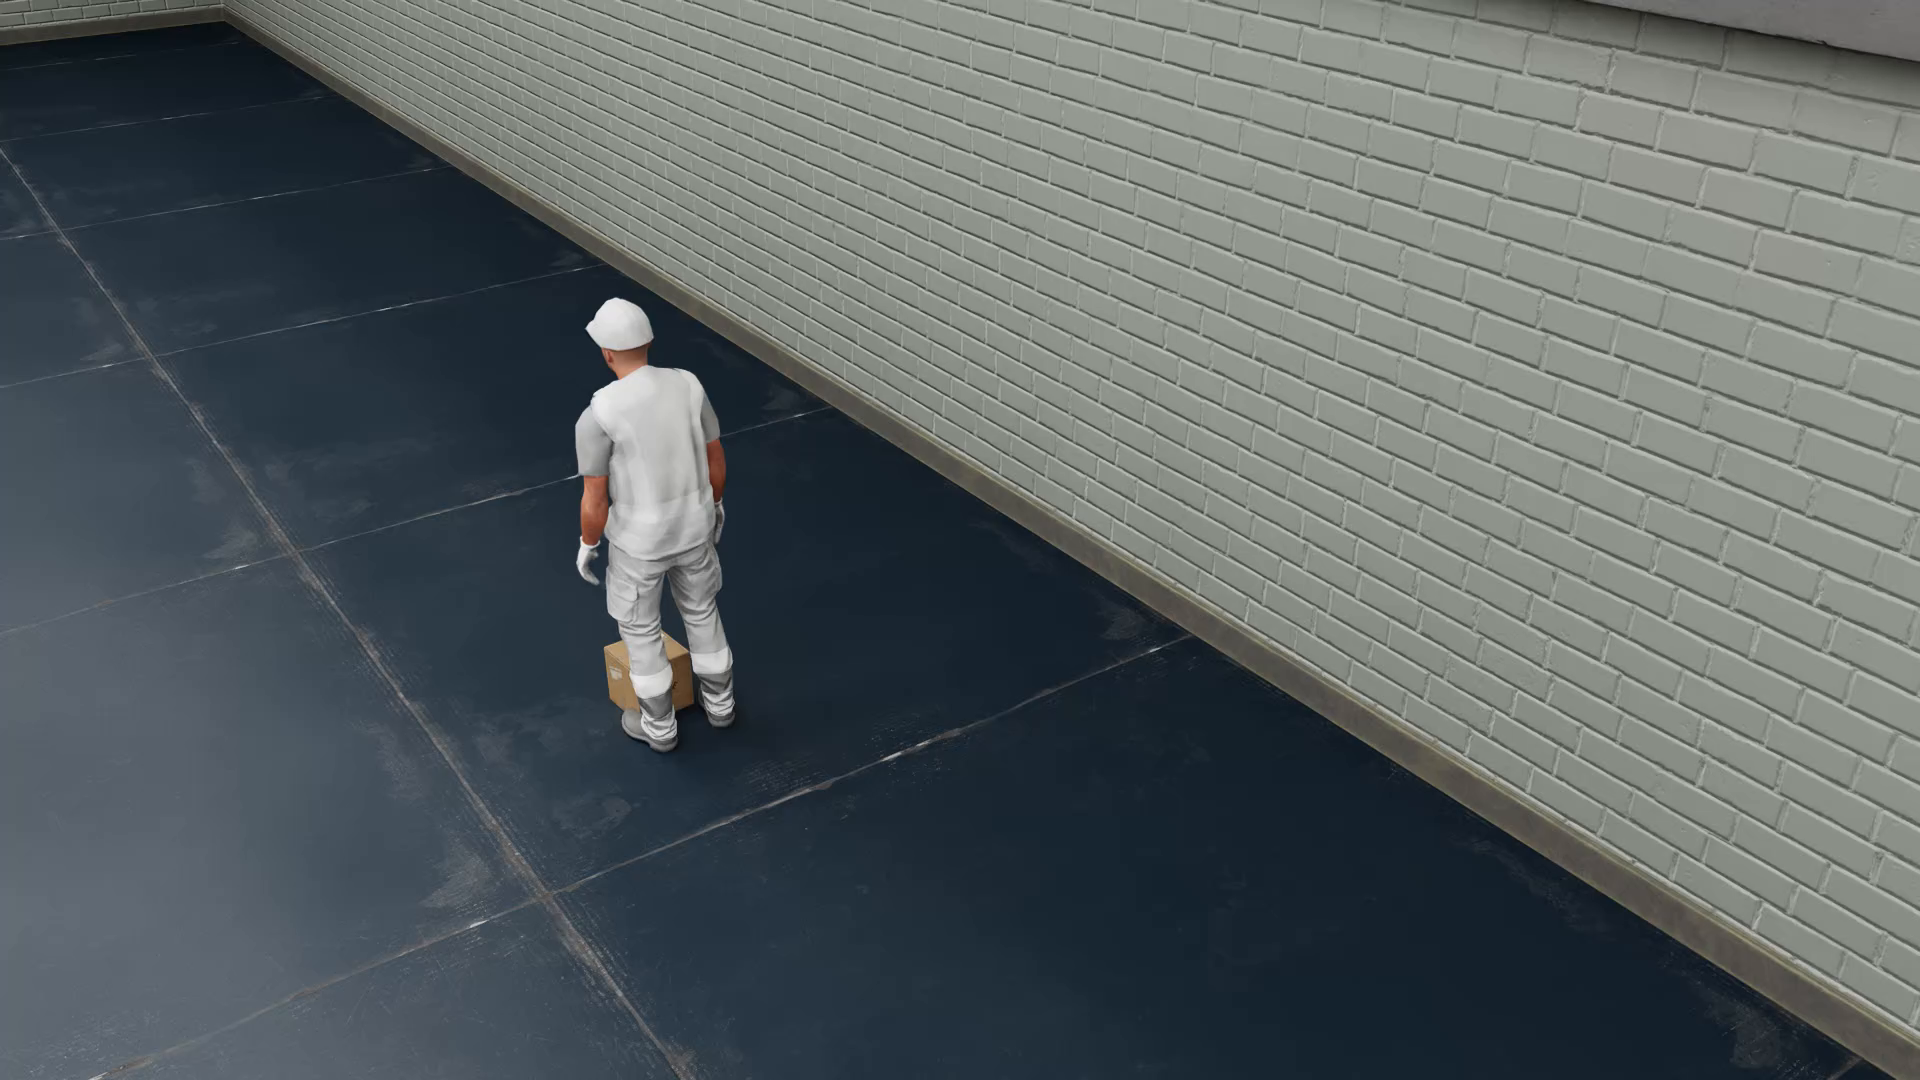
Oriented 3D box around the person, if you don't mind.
[{"bbox_3d":[-1.132,-0.034,6.170,0.623,1.780,0.446,-20,34,-33],"label":"person"}]
